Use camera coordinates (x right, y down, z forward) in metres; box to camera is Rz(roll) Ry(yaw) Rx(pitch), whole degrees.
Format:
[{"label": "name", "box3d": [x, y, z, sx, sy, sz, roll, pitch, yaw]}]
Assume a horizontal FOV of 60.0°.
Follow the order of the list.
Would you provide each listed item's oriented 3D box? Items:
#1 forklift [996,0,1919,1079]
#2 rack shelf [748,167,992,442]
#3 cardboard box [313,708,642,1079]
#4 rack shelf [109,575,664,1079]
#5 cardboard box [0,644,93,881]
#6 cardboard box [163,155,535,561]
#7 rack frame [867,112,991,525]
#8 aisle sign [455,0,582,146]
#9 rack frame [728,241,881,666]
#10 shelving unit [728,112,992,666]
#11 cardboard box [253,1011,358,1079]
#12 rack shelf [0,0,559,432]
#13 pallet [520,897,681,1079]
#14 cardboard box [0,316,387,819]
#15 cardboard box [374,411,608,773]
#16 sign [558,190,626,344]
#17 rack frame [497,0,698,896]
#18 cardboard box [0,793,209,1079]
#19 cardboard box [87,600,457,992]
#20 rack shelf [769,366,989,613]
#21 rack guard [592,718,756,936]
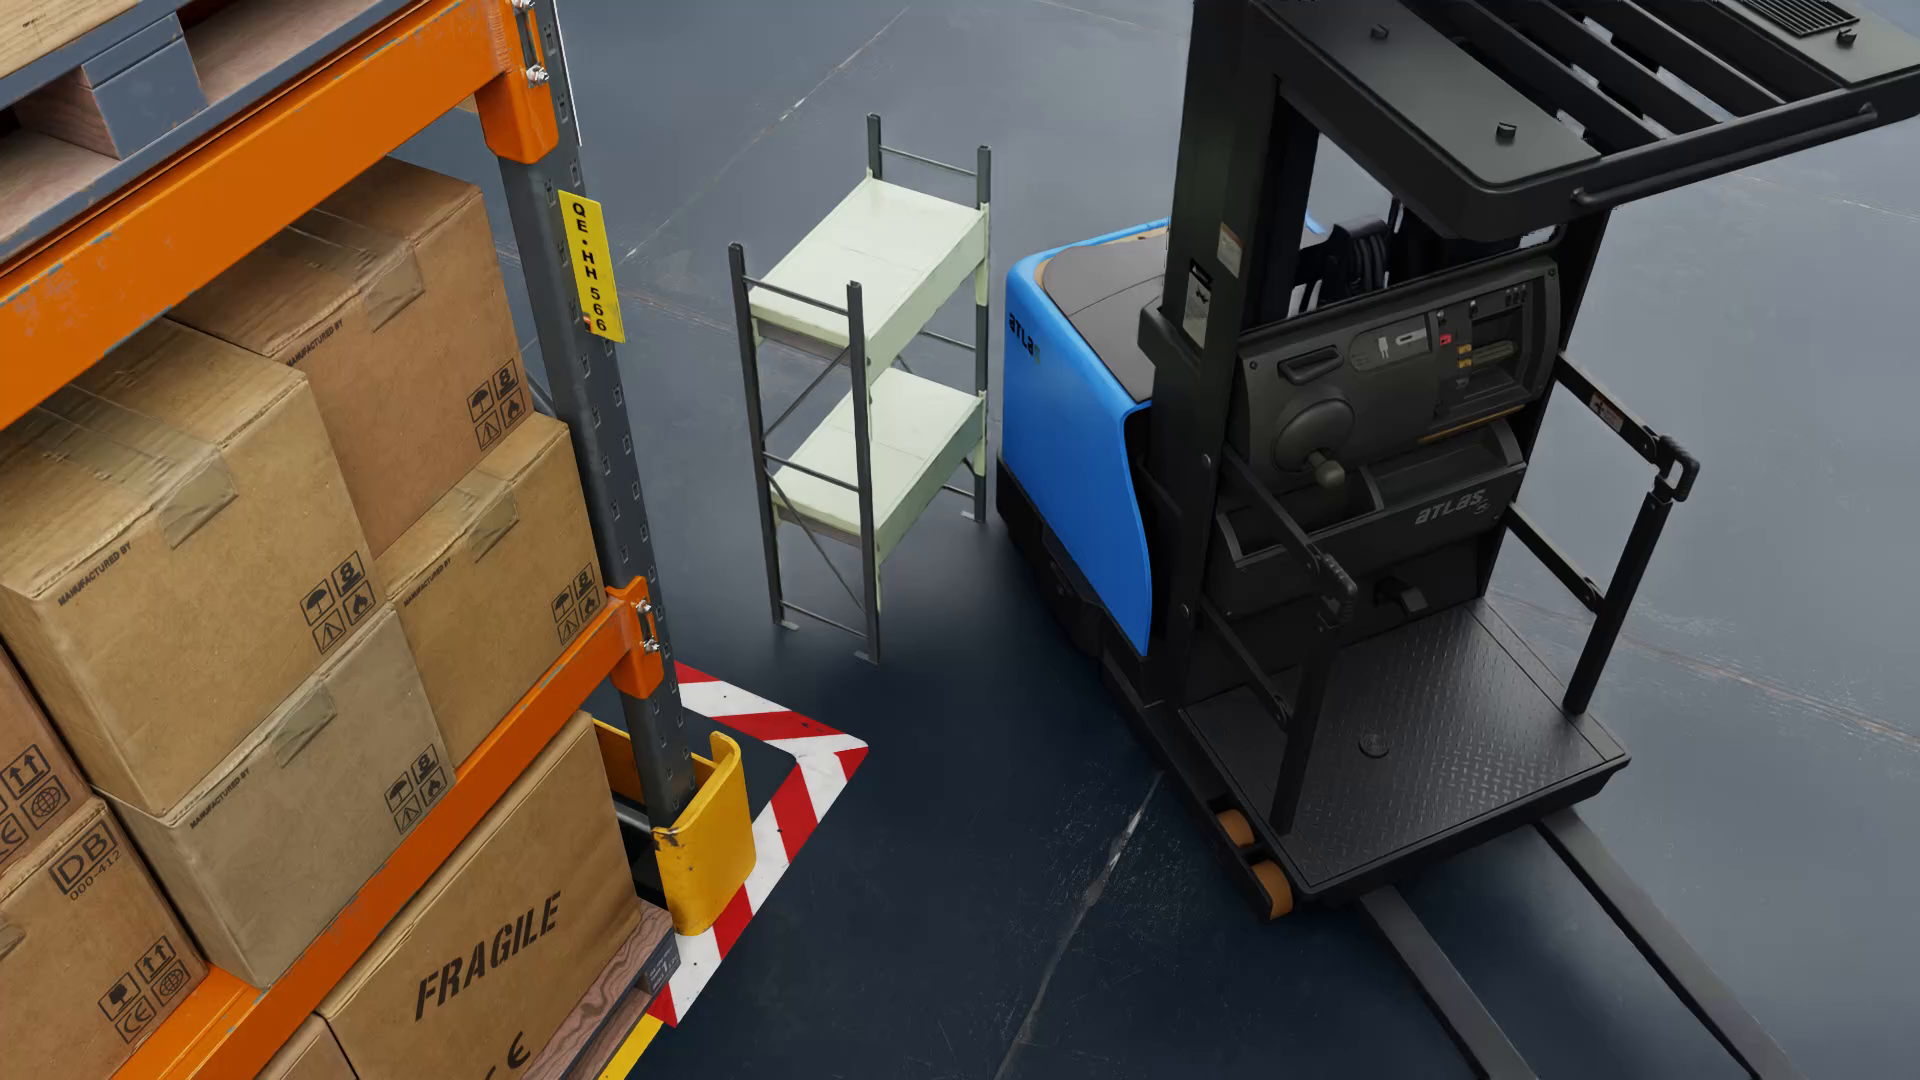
[{"label": "forklift", "box3d": [1.198, -0.320, 4.006, 1.130, 2.935, 3.031, -18, 48, -17]}, {"label": "rack shelf", "box3d": [-0.264, -0.699, 4.838, 0.431, 0.370, 0.720, 21, 49, 19]}, {"label": "cardboard box", "box3d": [-1.433, 0.834, 4.016, 0.875, 0.875, 0.875, 21, 49, 19]}, {"label": "rack shelf", "box3d": [-2.106, 1.298, 2.864, 1.077, 0.370, 4.000, 20, 49, 19]}, {"label": "cardboard box", "box3d": [-1.938, 0.259, 2.521, 0.875, 0.550, 0.550, 20, 49, 19]}, {"label": "cardboard box", "box3d": [-1.384, -0.426, 3.197, 0.875, 0.550, 0.550, 20, 49, 19]}, {"label": "rack frame", "box3d": [-0.092, -0.655, 5.343, 0.400, 1.500, 0.023, 21, 49, 19]}, {"label": "aisle sign", "box3d": [-0.879, -1.074, 2.875, 0.394, 0.787, 0.004, 20, 49, 19]}, {"label": "rack frame", "box3d": [-0.436, -0.195, 4.888, 0.400, 1.500, 0.023, 21, 49, 19]}, {"label": "shelving unit", "box3d": [-0.264, -0.425, 5.116, 0.431, 1.500, 0.755, 21, 49, 19]}, {"label": "cardboard box", "box3d": [-1.840, 1.389, 3.467, 0.875, 0.875, 0.875, 20, 49, 18]}, {"label": "rack shelf", "box3d": [-2.106, 0.244, 1.797, 1.077, 0.370, 4.000, 20, 49, 19]}, {"label": "pallet", "box3d": [-1.479, 1.295, 4.322, 1.003, 0.211, 1.213, 20, 49, 19]}, {"label": "cardboard box", "box3d": [-1.557, -0.049, 2.825, 0.875, 0.550, 0.550, 20, 49, 19]}, {"label": "cardboard box", "box3d": [-1.309, -0.019, 3.554, 0.875, 0.550, 0.550, 20, 49, 19]}, {"label": "sign", "box3d": [-0.703, -0.517, 3.171, 0.100, 0.325, 0.005, 20, 49, 19]}, {"label": "rack frame", "box3d": [-1.177, -0.215, 3.853, 1.000, 3.000, 0.127, 20, 49, 19]}, {"label": "cardboard box", "box3d": [-1.916, 0.646, 2.897, 0.875, 0.550, 0.550, 20, 49, 19]}, {"label": "cardboard box", "box3d": [-1.545, 0.335, 3.204, 0.875, 0.550, 0.550, 20, 49, 19]}, {"label": "rack shelf", "box3d": [-0.264, -0.196, 5.347, 0.431, 0.370, 0.720, 21, 49, 19]}, {"label": "rack guard", "box3d": [-1.166, 0.649, 4.757, 1.175, 0.500, 0.348, 20, 49, 19]}]
